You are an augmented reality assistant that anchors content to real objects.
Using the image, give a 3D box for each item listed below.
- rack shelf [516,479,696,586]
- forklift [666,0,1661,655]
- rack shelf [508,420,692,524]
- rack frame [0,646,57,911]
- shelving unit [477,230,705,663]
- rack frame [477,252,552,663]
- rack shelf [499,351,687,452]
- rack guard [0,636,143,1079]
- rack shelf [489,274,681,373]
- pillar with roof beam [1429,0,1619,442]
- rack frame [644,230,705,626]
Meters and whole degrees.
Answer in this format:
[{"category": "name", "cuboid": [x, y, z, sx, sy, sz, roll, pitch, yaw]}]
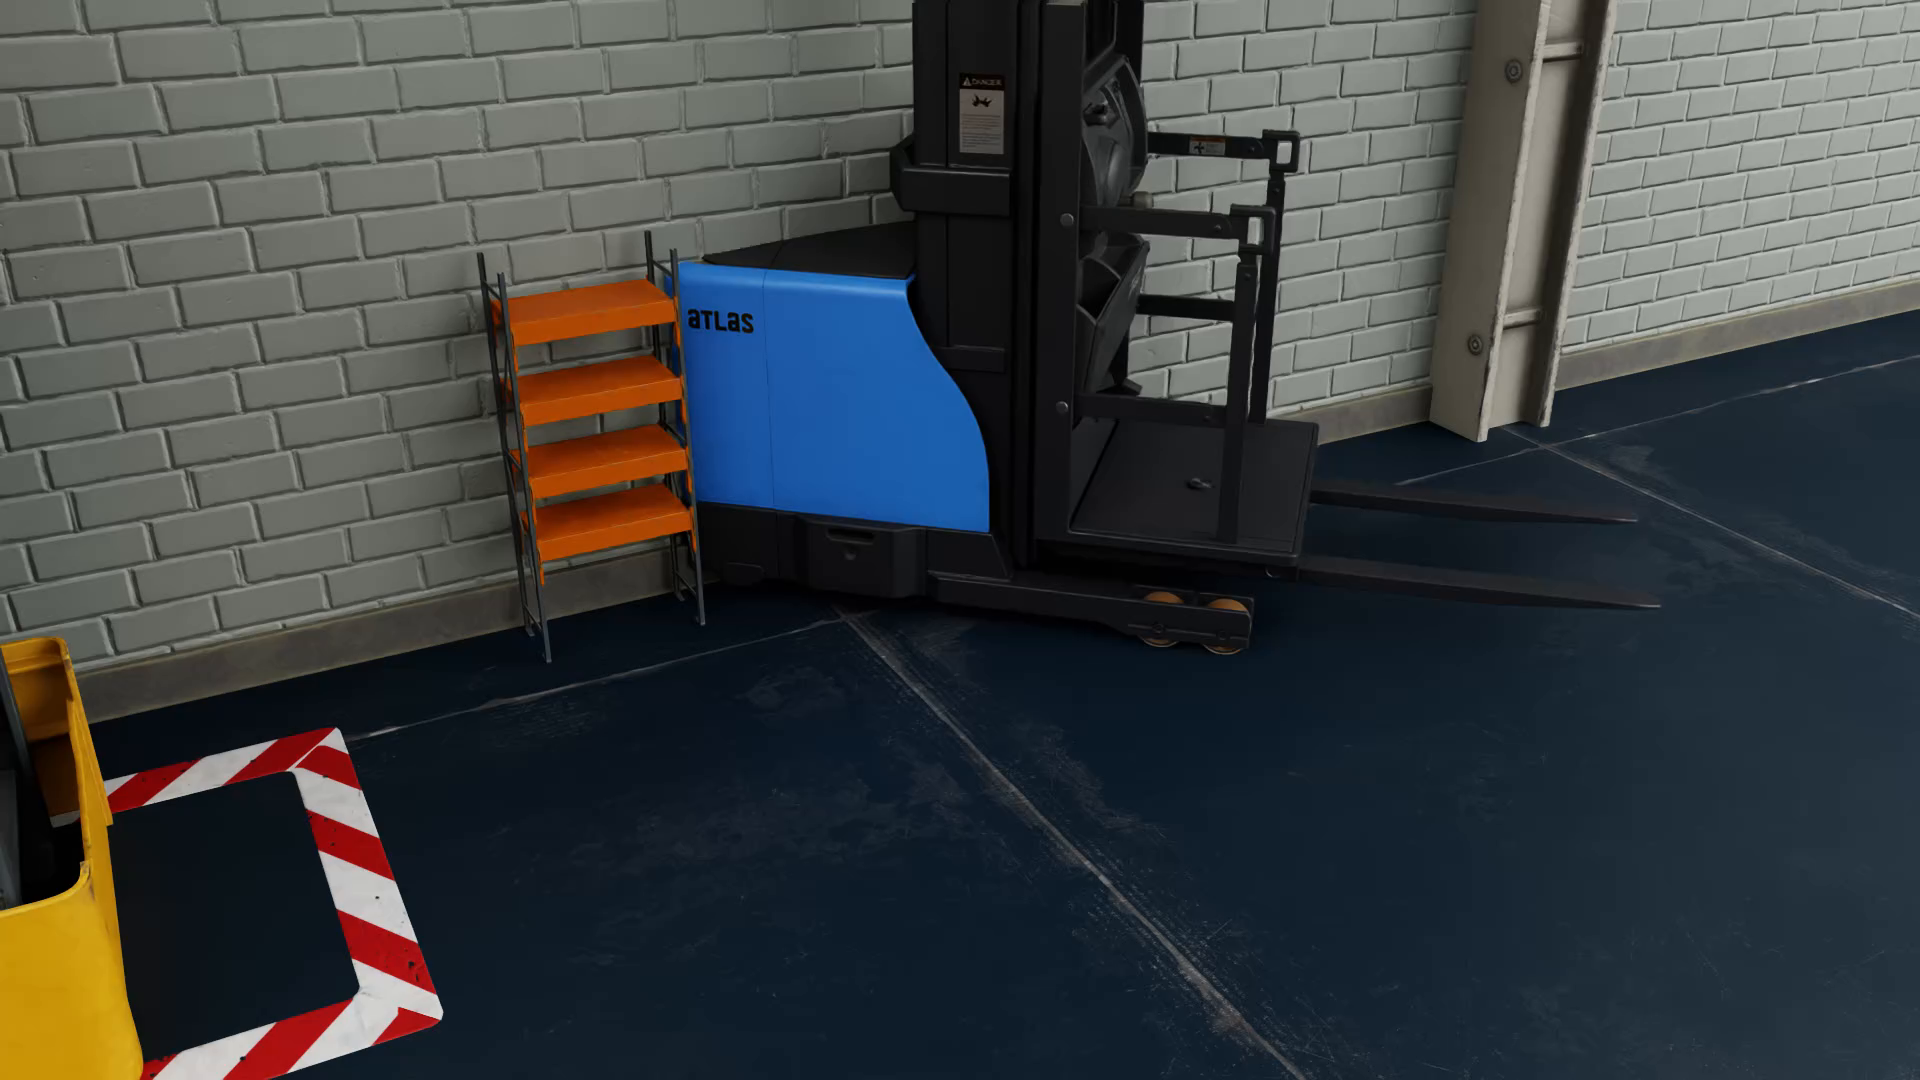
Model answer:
[{"category": "rack shelf", "cuboid": [-1.074, -0.029, 5.039, 0.480, 0.148, 0.258, -13, 29, -26]}, {"category": "forklift", "cuboid": [0.652, -1.228, 4.921, 3.031, 2.935, 1.130, 6, 26, 13]}, {"category": "rack shelf", "cuboid": [-1.074, -0.208, 4.953, 0.480, 0.148, 0.258, -13, 29, -26]}, {"category": "rack frame", "cuboid": [-2.117, -0.411, 3.141, 0.127, 3.000, 1.000, -13, 29, -25]}, {"category": "shelving unit", "cuboid": [-1.074, -0.269, 4.924, 0.503, 1.200, 0.258, -13, 29, -26]}, {"category": "rack frame", "cuboid": [-1.288, -0.218, 4.818, 0.015, 1.200, 0.240, -13, 29, -26]}, {"category": "rack shelf", "cuboid": [-1.074, -0.410, 4.856, 0.480, 0.148, 0.258, -13, 29, -26]}, {"category": "rack guard", "cuboid": [-2.096, 0.711, 3.692, 0.348, 0.500, 1.175, -13, 29, -25]}, {"category": "rack shelf", "cuboid": [-1.074, -0.623, 4.754, 0.480, 0.148, 0.258, -13, 29, -26]}, {"category": "pillar with roof beam", "cuboid": [4.164, -2.896, 1.385, 0.400, 9.000, 9.100, -13, 29, -25]}, {"category": "rack frame", "cuboid": [-0.860, -0.320, 5.029, 0.015, 1.200, 0.240, -13, 29, -26]}]
